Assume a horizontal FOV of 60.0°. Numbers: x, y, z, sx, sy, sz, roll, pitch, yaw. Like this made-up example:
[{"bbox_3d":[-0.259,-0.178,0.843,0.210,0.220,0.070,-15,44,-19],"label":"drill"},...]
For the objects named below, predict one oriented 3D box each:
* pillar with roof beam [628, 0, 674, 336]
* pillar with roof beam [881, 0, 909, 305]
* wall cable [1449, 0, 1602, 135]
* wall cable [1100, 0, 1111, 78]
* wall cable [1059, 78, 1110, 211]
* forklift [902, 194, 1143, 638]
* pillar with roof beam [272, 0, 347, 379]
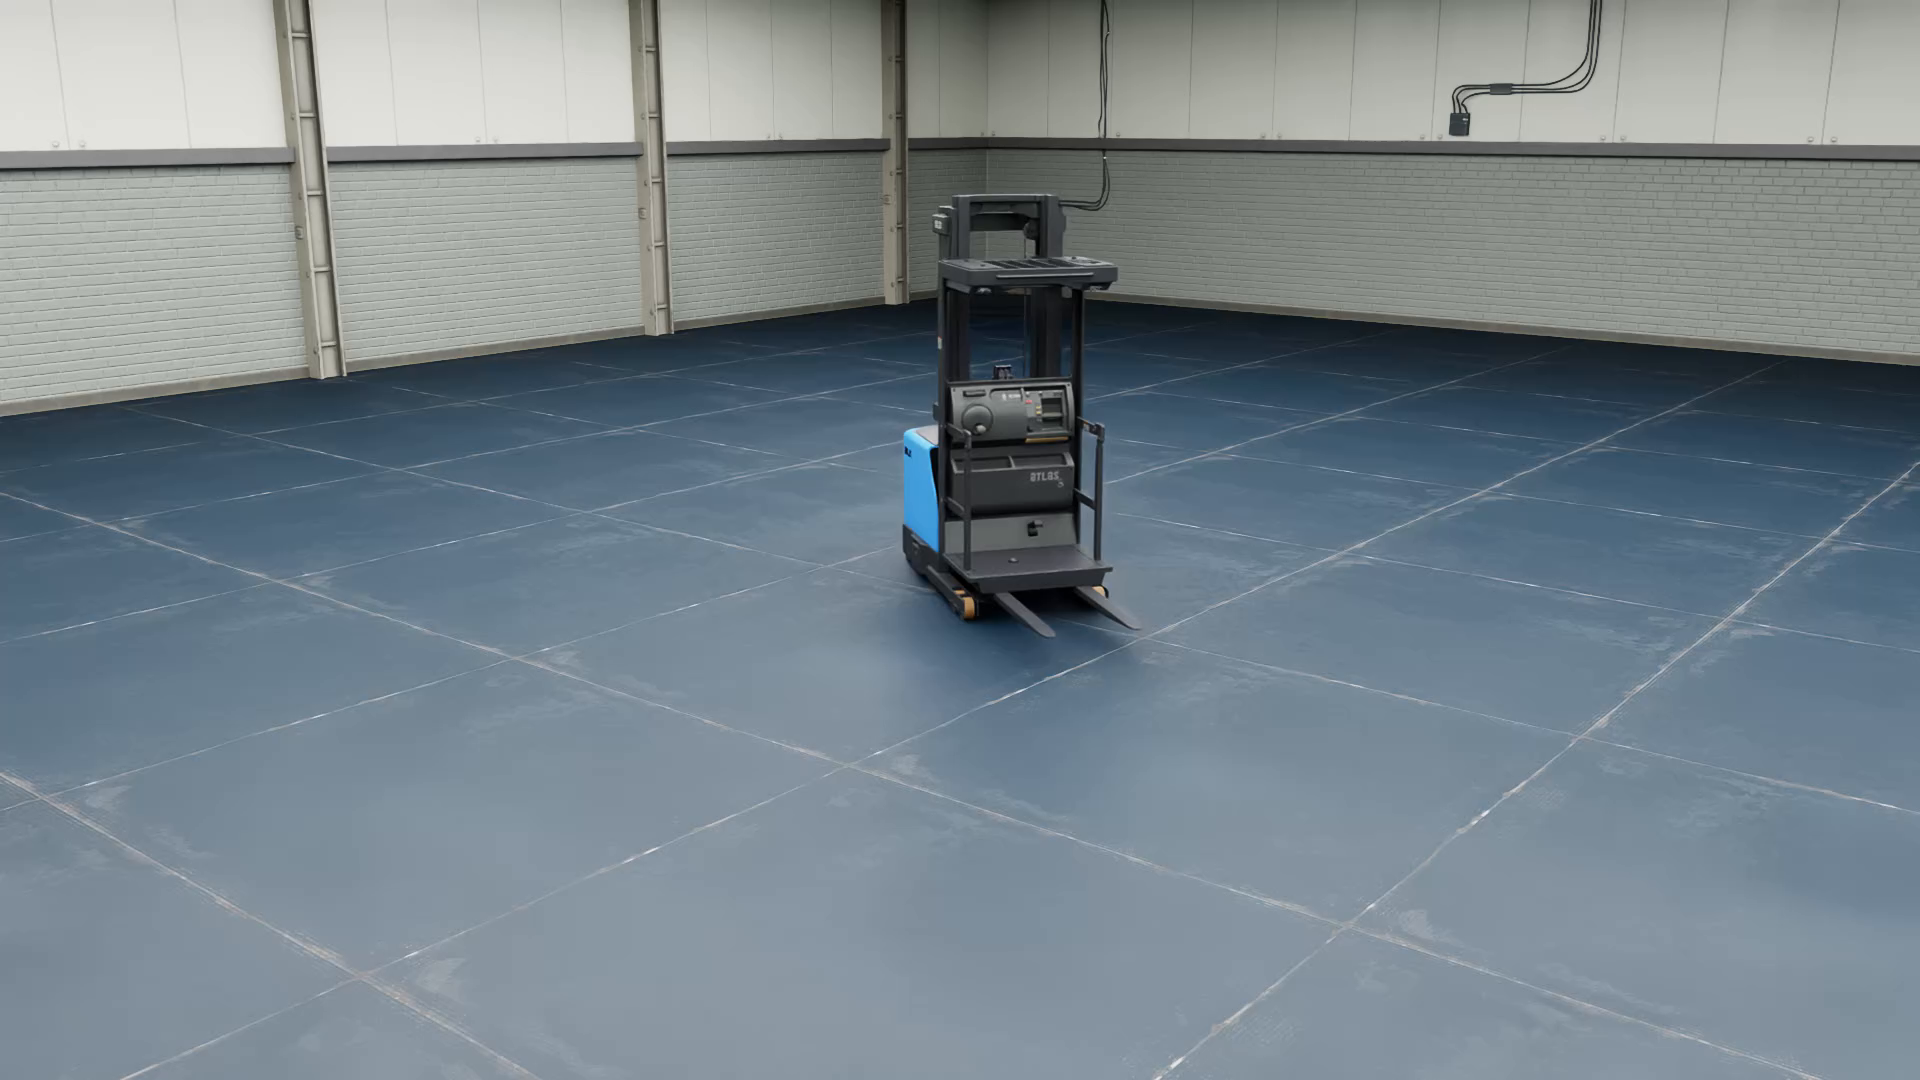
[{"bbox_3d":[-1.643,-7.113,23.847,9.100,9.000,0.400,11,18,38],"label":"pillar with roof beam"},{"bbox_3d":[2.128,-8.262,28.370,9.100,9.000,0.400,11,18,38],"label":"pillar with roof beam"},{"bbox_3d":[9.034,-9.464,26.194,2.305,6.003,0.169,11,18,38],"label":"wall cable"},{"bbox_3d":[3.764,-9.812,30.520,3.097,2.526,0.112,11,18,38],"label":"wall cable"},{"bbox_3d":[1.659,-7.783,32.790,3.097,2.526,0.112,11,18,38],"label":"wall cable"},{"bbox_3d":[0.447,-0.958,11.941,1.130,2.935,3.031,-4,15,-16],"label":"forklift"},{"bbox_3d":[-5.414,-5.964,19.324,9.100,9.000,0.400,11,18,38],"label":"pillar with roof beam"}]
